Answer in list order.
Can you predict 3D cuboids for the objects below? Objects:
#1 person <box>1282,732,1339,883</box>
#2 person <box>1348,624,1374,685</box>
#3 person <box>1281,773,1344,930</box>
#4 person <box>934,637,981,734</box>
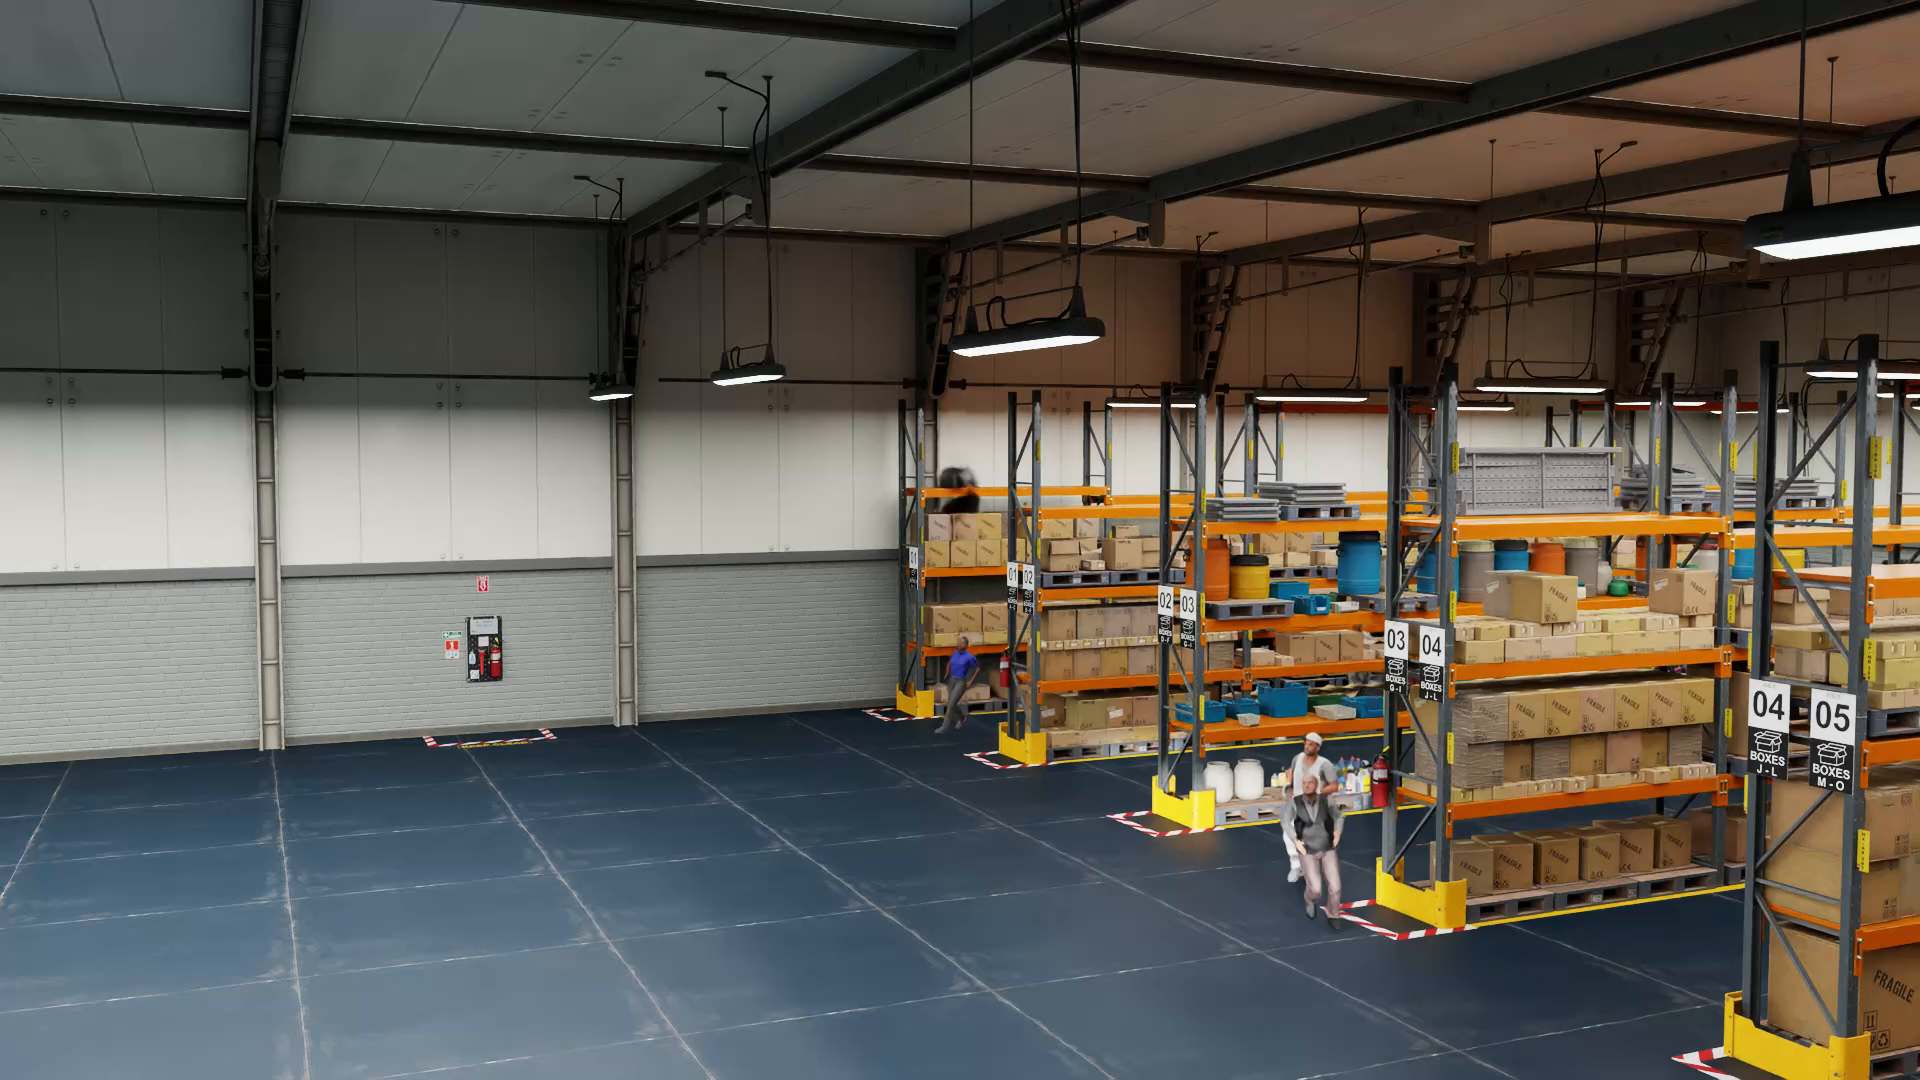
[{"bbox_3d":[4.094,3.139,19.477,0.693,1.796,0.632,2,4,36],"label":"person"},{"bbox_3d":[7.826,2.389,32.335,1.001,1.770,0.707,-1,4,-20],"label":"person"},{"bbox_3d":[3.776,3.312,17.710,0.663,1.643,0.557,0,3,0],"label":"person"},{"bbox_3d":[-0.009,2.442,27.998,0.637,1.633,0.784,3,4,40],"label":"person"}]
